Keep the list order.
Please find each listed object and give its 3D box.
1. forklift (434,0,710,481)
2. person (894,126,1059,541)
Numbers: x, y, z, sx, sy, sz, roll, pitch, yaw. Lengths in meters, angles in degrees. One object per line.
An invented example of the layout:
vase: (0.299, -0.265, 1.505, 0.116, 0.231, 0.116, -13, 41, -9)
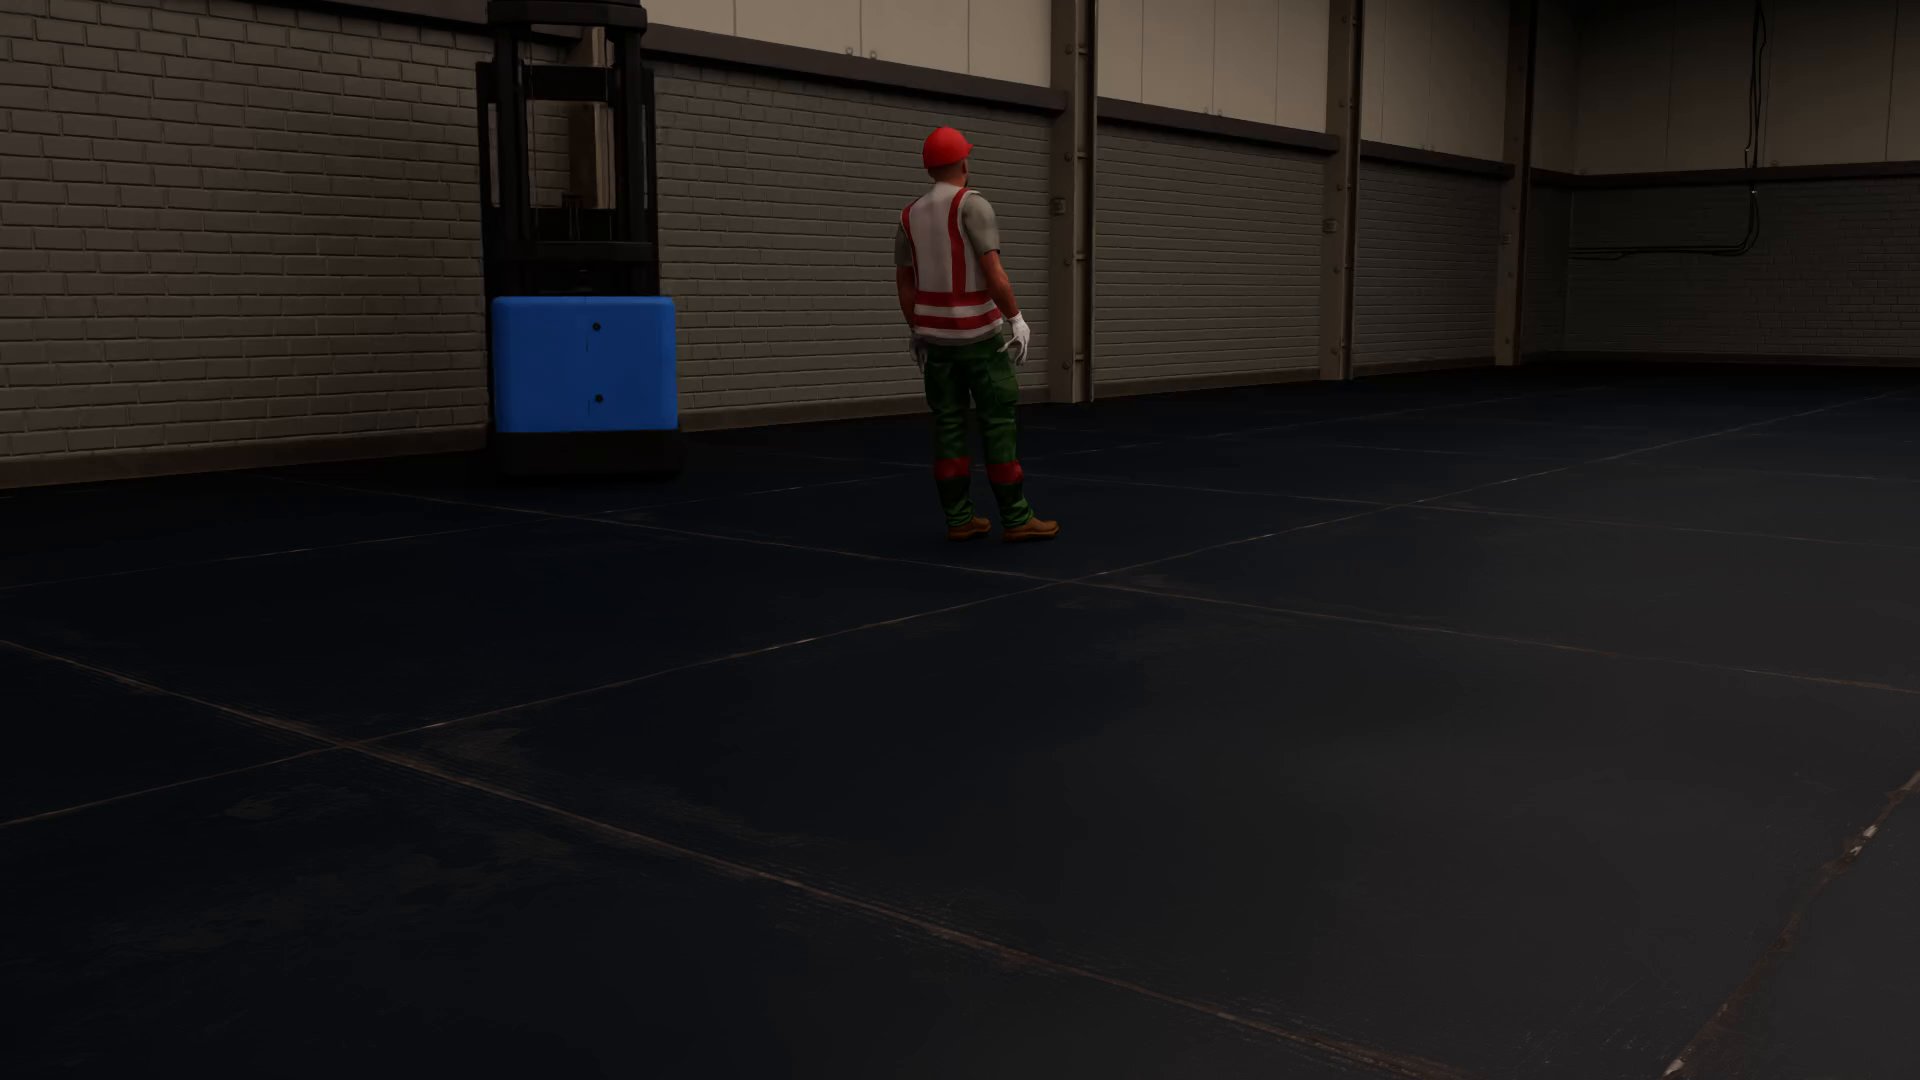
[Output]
forklift: (-2.682, -1.963, 10.694, 1.130, 2.935, 3.031, -5, 10, -31)
person: (0.060, -0.901, 7.328, 0.637, 1.787, 0.564, 7, 11, 38)
